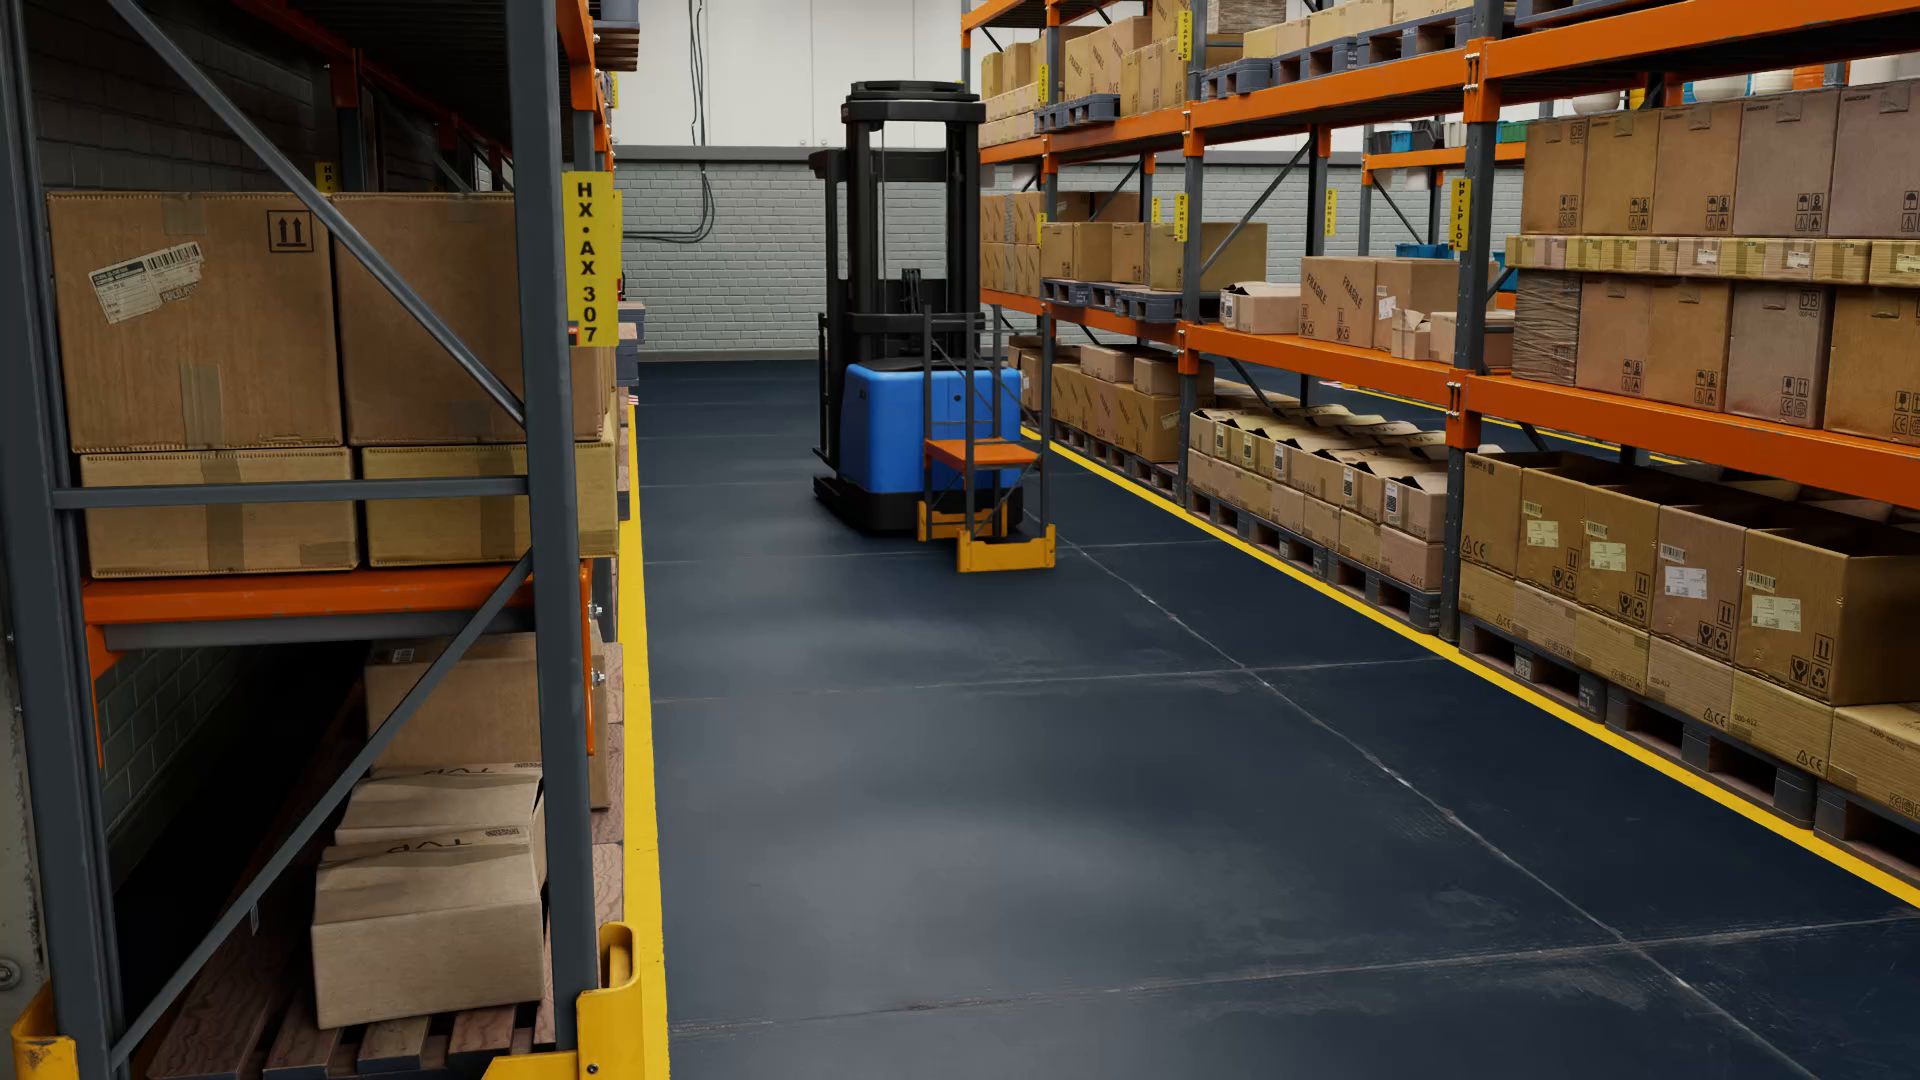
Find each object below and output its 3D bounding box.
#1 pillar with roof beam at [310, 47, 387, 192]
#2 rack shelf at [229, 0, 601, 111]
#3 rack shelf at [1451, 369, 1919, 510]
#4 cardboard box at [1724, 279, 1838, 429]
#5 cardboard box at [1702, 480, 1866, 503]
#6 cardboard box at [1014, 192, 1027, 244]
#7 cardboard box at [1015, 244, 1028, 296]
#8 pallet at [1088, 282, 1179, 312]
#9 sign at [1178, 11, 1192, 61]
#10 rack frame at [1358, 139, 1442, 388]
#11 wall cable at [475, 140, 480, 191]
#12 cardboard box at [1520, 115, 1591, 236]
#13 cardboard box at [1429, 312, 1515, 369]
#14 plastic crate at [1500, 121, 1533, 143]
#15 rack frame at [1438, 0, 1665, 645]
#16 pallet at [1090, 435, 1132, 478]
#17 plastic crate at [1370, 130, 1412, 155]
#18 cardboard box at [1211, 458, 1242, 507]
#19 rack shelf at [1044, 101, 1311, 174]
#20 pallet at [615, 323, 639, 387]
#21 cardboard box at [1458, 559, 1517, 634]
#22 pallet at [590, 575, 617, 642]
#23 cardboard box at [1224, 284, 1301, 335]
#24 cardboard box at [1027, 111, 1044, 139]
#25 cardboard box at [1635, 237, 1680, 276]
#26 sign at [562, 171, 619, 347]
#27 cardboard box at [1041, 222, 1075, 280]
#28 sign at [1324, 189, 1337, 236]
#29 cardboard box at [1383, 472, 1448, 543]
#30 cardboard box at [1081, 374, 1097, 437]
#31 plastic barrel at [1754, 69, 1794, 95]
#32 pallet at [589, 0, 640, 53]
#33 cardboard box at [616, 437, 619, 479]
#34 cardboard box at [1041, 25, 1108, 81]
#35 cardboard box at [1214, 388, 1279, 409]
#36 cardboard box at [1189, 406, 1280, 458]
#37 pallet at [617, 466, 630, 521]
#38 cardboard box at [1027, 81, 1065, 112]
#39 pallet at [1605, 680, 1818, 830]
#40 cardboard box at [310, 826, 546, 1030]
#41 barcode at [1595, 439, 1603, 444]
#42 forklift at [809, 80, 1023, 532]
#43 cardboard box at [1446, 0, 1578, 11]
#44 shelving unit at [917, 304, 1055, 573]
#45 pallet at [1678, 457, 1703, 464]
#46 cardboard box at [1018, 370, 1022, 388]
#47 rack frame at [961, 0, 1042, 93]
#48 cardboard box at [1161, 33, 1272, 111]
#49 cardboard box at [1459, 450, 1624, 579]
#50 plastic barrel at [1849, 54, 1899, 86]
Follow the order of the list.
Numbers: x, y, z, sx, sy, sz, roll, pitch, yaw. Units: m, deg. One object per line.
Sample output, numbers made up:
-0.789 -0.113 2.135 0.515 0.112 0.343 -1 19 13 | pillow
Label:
0.839 -4.384 9.665 9.100 9.000 0.400 -2 11 -11 | pillar with roof beam
-1.621 -1.570 4.826 1.077 0.370 4.000 -2 11 -11 | rack shelf
3.238 -0.278 6.057 1.077 0.370 4.000 -2 11 -11 | rack shelf
3.244 -0.683 5.996 0.700 0.500 0.500 -2 11 -9 | cardboard box
3.340 0.039 6.694 0.500 0.500 0.500 -2 11 -11 | cardboard box
0.838 -3.183 16.454 0.500 0.500 0.500 -2 11 -12 | cardboard box
0.842 -2.691 16.545 0.500 0.500 0.500 -2 11 -9 | cardboard box
1.688 -1.994 13.662 1.003 0.211 1.213 -2 11 -11 | pallet
1.538 -3.440 11.340 0.100 0.325 0.005 -2 11 -11 | sign
5.374 -3.378 20.423 1.000 3.000 0.127 -2 11 -11 | rack frame
-5.521 -3.717 19.488 0.084 1.984 1.851 -2 11 -11 | wall cable
2.941 -1.603 7.360 0.700 0.500 0.500 -2 11 -11 | cardboard box
2.710 -1.013 8.397 0.500 0.250 0.500 -1 11 -7 | cardboard box
5.773 -4.081 16.658 0.450 0.188 0.662 -2 11 -11 | plastic crate
2.849 -0.998 7.917 1.000 3.000 0.127 -2 11 -11 | rack frame
1.729 -0.723 13.932 1.003 0.211 1.213 -2 11 -11 | pallet
5.176 -4.707 19.730 0.497 0.269 0.590 -2 11 -11 | plastic crate
1.983 -0.388 10.944 0.500 0.250 0.500 -2 11 -13 | cardboard box
1.682 -3.218 13.485 1.077 0.370 4.000 -2 11 -11 | rack shelf
-2.016 -0.868 7.749 1.003 0.211 1.213 -2 11 -11 | pallet
2.641 0.243 7.630 0.500 0.250 0.500 -2 11 -11 | cardboard box
-2.163 0.410 7.977 1.003 0.211 1.213 -2 11 -11 | pallet
2.055 -1.517 10.880 0.500 0.311 0.500 -2 11 -12 | cardboard box
0.937 -3.944 15.777 0.500 0.250 0.500 -2 11 -11 | cardboard box
2.911 -1.122 6.566 0.380 0.149 0.250 -2 11 -13 | cardboard box
-0.700 -0.528 3.135 0.100 0.325 0.005 -2 11 -11 | sign
1.165 -2.625 15.078 0.700 0.500 0.500 -6 12 -30 | cardboard box
2.614 -2.321 11.772 0.100 0.325 0.005 -2 11 -11 | sign
2.489 -0.193 8.417 0.500 0.311 0.500 -2 11 -11 | cardboard box
1.352 -1.166 14.310 0.500 0.500 0.500 -2 11 -10 | cardboard box
6.578 -3.714 13.412 0.301 0.262 0.301 0 11 0 | plastic barrel
-2.025 -2.315 7.319 1.213 0.211 1.003 -2 11 -11 | pallet
-2.802 -0.841 11.716 0.750 0.750 0.750 -2 11 -12 | cardboard box
1.161 -4.567 15.703 0.700 0.500 0.500 -2 11 -11 | cardboard box
2.155 -0.909 12.960 0.500 0.500 0.500 -3 11 -13 | cardboard box
1.884 -0.756 11.376 0.500 0.311 0.500 -2 11 -9 | cardboard box
-2.867 -0.328 11.856 1.003 0.211 1.213 -2 11 -11 | pallet
0.932 -4.190 15.729 0.500 0.250 0.500 -2 11 -11 | cardboard box
3.203 0.744 6.225 1.003 0.211 1.213 -2 11 -11 | pallet
-1.278 0.891 4.006 0.500 0.311 0.500 -3 11 -17 | cardboard box
3.207 -0.520 8.345 0.001 0.075 0.075 -2 11 -11 | barcode
-0.458 -1.726 11.926 1.130 2.935 3.031 -3 11 -15 | forklift
2.738 -2.717 8.206 0.500 0.250 0.500 -1 11 -5 | cardboard box
0.145 -0.655 10.126 0.587 1.500 1.083 -3 11 -15 | shelving unit
6.736 -0.684 13.726 1.003 0.211 1.213 -2 11 -11 | pallet
0.758 -1.592 17.053 0.500 0.311 0.500 -2 11 -11 | cardboard box
0.515 -6.146 18.919 1.000 3.000 0.127 -2 11 -11 | rack frame
1.953 -3.333 11.895 0.910 0.500 0.500 -2 11 -11 | cardboard box
2.632 -0.125 7.558 0.500 0.500 0.500 -2 11 -11 | cardboard box
6.690 -3.371 12.065 0.421 0.512 0.421 0 11 0 | plastic barrel
